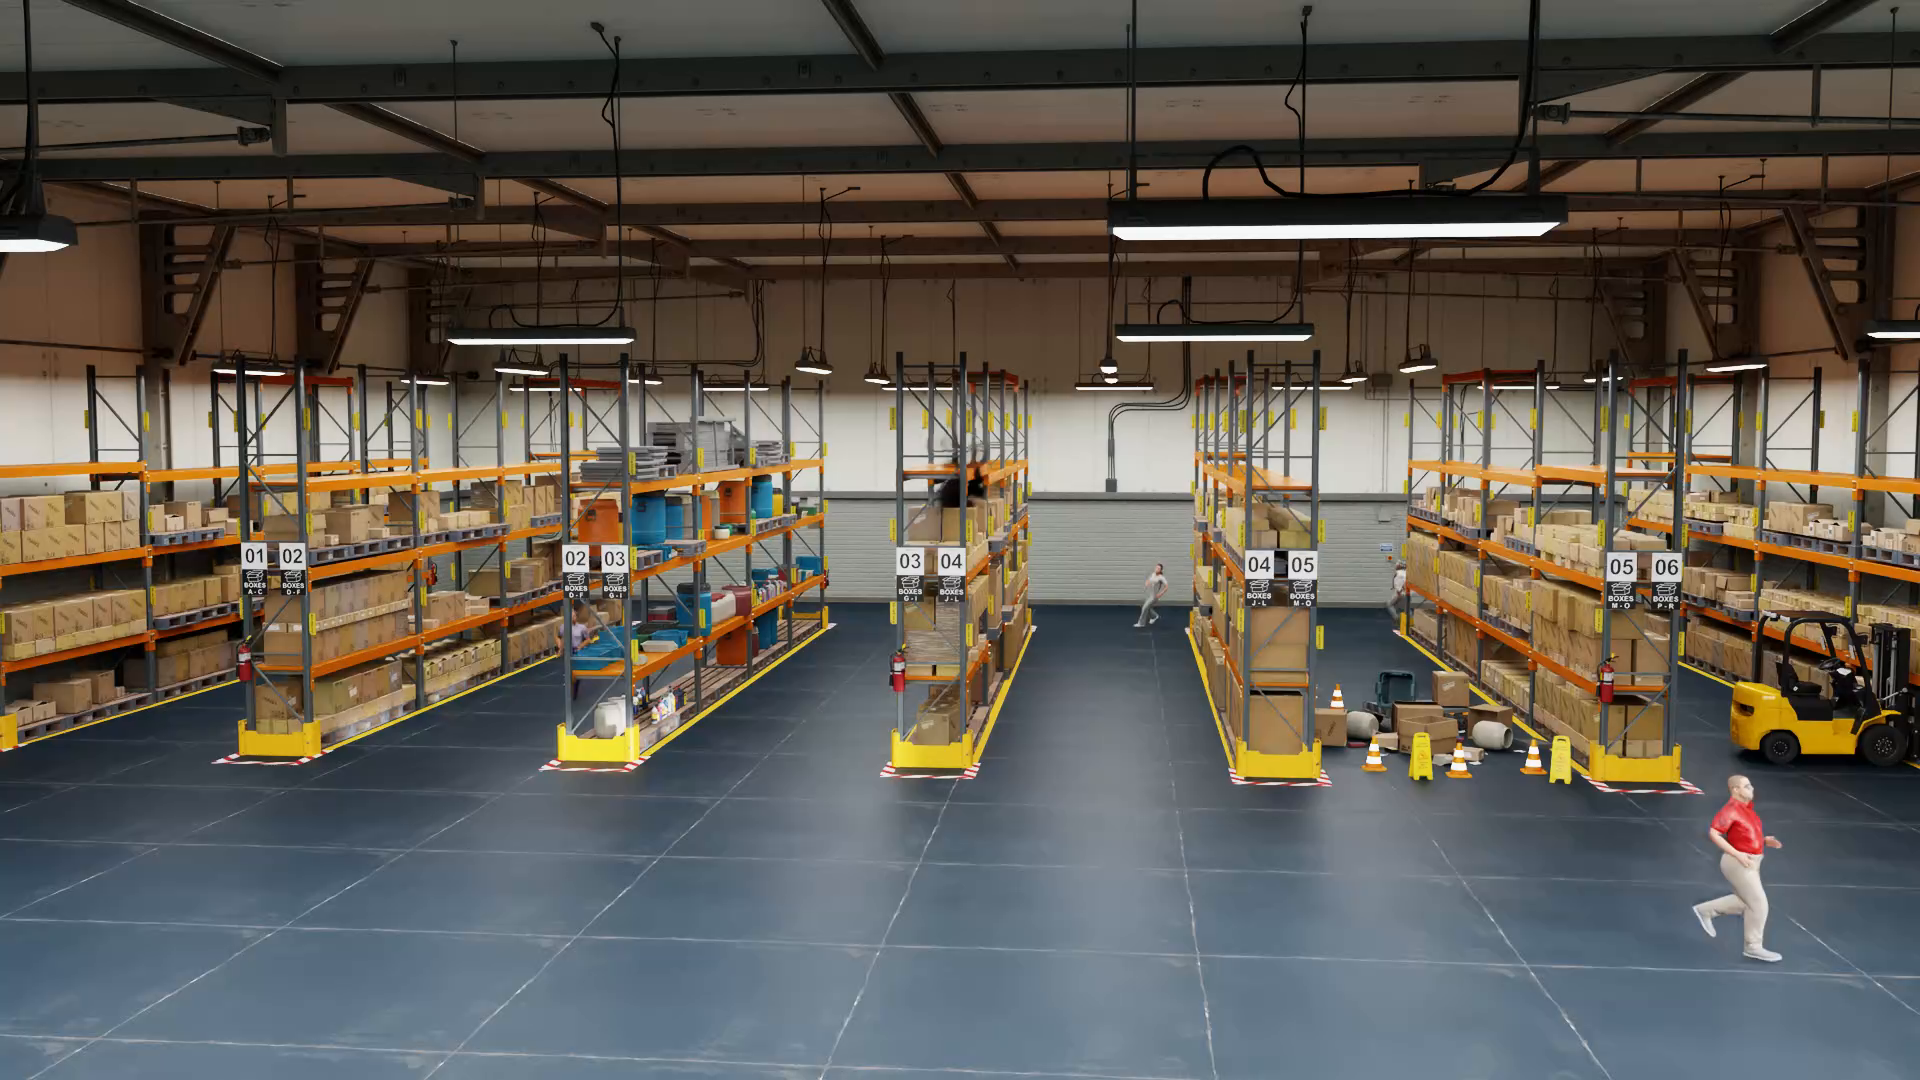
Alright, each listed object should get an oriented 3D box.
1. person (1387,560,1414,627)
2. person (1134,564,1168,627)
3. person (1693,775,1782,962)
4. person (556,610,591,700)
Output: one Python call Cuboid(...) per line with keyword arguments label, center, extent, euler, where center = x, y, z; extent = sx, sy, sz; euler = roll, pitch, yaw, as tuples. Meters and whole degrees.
Cuboid(label="person", center=(10.709, 1.314, 40.409), extent=(0.665, 1.698, 0.660), euler=(2, 5, 29))
Cuboid(label="person", center=(4.743, 1.340, 40.403), extent=(0.754, 1.570, 0.752), euler=(-4, 6, -43))
Cuboid(label="person", center=(7.304, 3.046, 15.622), extent=(0.830, 1.688, 0.675), euler=(3, 5, 40))
Cuboid(label="person", center=(-6.993, 2.068, 30.068), extent=(0.623, 1.599, 0.566), euler=(0, 4, -7))
